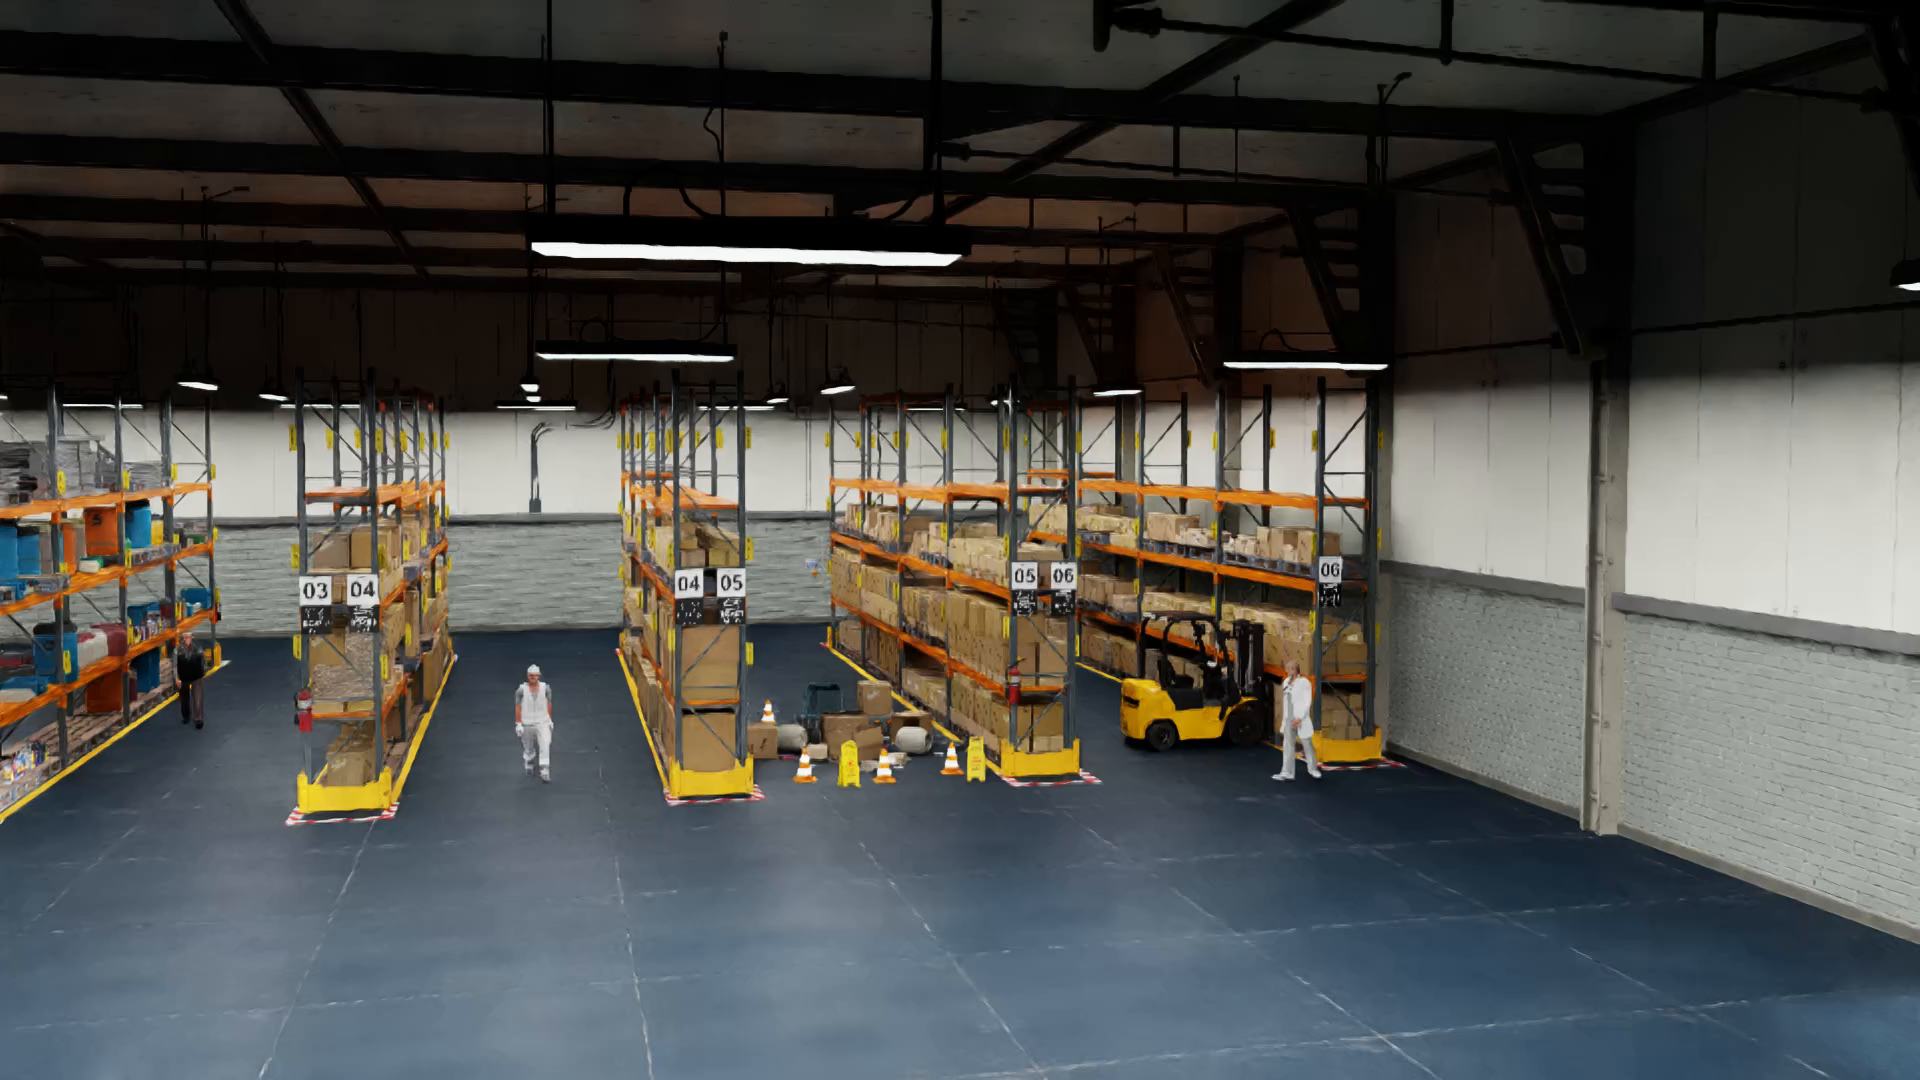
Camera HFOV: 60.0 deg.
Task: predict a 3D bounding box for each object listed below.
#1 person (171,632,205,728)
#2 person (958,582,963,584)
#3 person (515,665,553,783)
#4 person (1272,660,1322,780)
[{"bbox_3d":[-13.455,2.432,28.999,0.538,1.662,1.026,-1,4,-22],"label":"person"},{"bbox_3d":[0.117,1.765,39.622,0.489,1.787,0.558,0,3,-1],"label":"person"},{"bbox_3d":[-6.248,2.671,24.406,0.557,1.705,1.116,-1,4,-16],"label":"person"},{"bbox_3d":[4.989,2.652,24.579,0.767,1.770,0.603,-3,5,-41],"label":"person"}]
